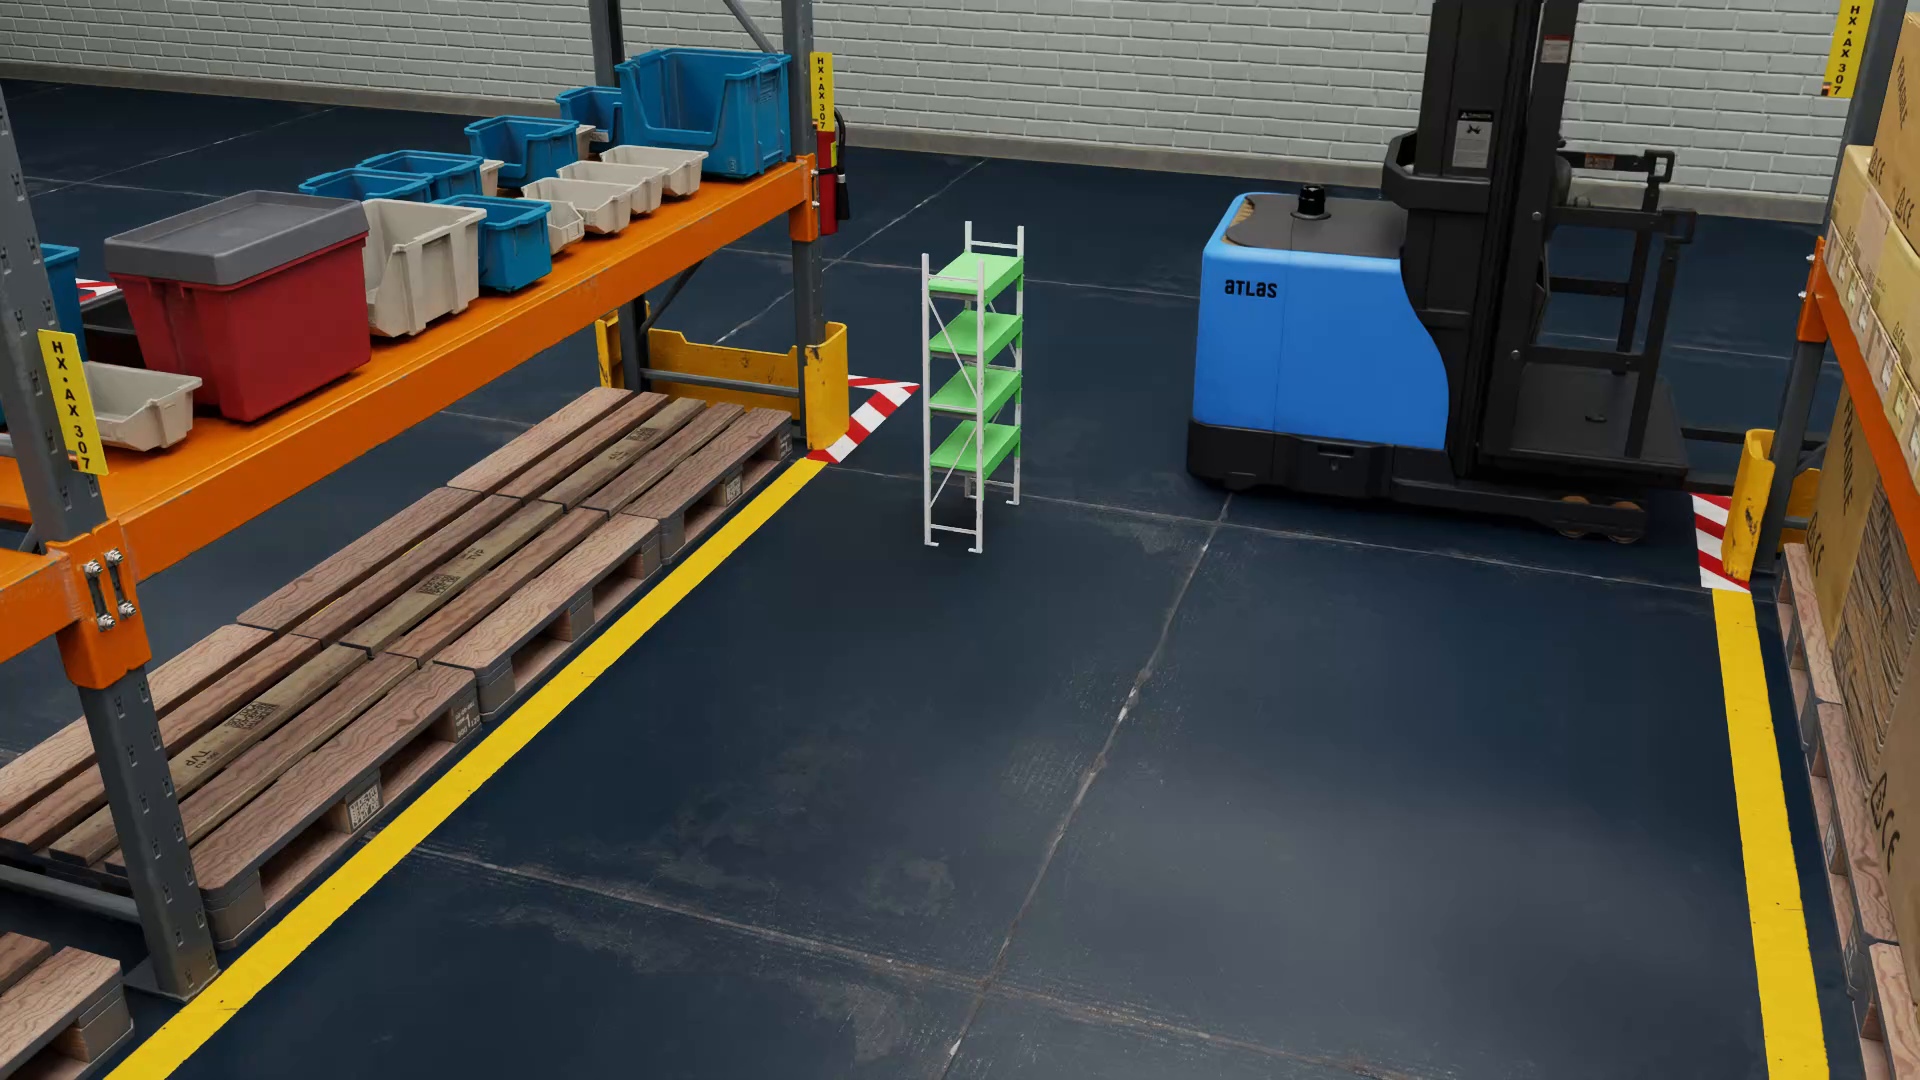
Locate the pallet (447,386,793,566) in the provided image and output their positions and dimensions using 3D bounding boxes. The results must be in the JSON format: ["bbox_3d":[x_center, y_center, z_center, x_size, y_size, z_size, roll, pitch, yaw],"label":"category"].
[{"bbox_3d":[-1.418,-0.307,7.141,1.003,0.211,1.213,9,27,17],"label":"pallet"}]

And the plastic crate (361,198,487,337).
[{"bbox_3d":[-1.756,-0.826,5.080,0.437,0.282,0.530,9,27,17],"label":"plastic crate"}]

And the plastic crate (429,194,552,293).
[{"bbox_3d":[-1.548,-0.965,5.425,0.416,0.233,0.300,9,27,17],"label":"plastic crate"}]

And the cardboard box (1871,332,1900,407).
[{"bbox_3d":[2.709,-0.437,4.498,0.380,0.149,0.250,8,27,17],"label":"cardboard box"}]

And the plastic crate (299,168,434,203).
[{"bbox_3d":[-2.037,-1.128,5.762,0.416,0.233,0.300,9,27,17],"label":"plastic crate"}]

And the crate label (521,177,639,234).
[{"bbox_3d":[-1.387,-1.207,6.034,0.396,0.136,0.243,9,27,17],"label":"crate label"}]

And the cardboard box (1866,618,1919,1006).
[{"bbox_3d":[2.827,0.605,4.015,0.875,0.875,0.875,9,27,17],"label":"cardboard box"}]

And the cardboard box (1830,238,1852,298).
[{"bbox_3d":[3.051,-0.860,5.372,0.380,0.149,0.250,8,27,17],"label":"cardboard box"}]

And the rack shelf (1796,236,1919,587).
[{"bbox_3d":[2.898,-0.031,4.197,1.077,0.370,4.000,9,27,17],"label":"rack shelf"}]

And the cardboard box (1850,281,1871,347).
[{"bbox_3d":[2.880,-0.647,4.933,0.380,0.149,0.250,8,27,17],"label":"cardboard box"}]

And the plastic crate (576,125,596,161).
[{"bbox_3d":[-1.684,-1.630,6.908,0.250,0.136,0.298,9,27,17],"label":"plastic crate"}]

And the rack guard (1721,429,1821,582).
[{"bbox_3d":[3.572,-0.062,6.303,1.175,0.500,0.348,9,27,17],"label":"rack guard"}]

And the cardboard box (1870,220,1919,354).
[{"bbox_3d":[2.812,-0.664,4.511,0.500,0.250,0.500,8,27,16],"label":"cardboard box"}]

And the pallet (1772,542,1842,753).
[{"bbox_3d":[3.372,0.418,5.644,1.003,0.211,1.213,9,27,17],"label":"pallet"}]

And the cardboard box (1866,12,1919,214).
[{"bbox_3d":[2.983,-1.217,4.792,0.500,0.500,0.500,8,27,16],"label":"cardboard box"}]

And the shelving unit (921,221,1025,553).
[{"bbox_3d":[0.055,-0.608,6.629,0.258,1.200,0.503,9,27,17],"label":"shelving unit"}]

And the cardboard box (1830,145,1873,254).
[{"bbox_3d":[3.150,-1.085,5.380,0.500,0.250,0.500,8,27,16],"label":"cardboard box"}]

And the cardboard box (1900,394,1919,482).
[{"bbox_3d":[2.538,-0.225,4.061,0.380,0.149,0.250,9,27,18],"label":"cardboard box"}]

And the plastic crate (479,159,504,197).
[{"bbox_3d":[-1.910,-1.351,6.332,0.250,0.136,0.298,9,27,17],"label":"plastic crate"}]

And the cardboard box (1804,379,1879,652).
[{"bbox_3d":[3.426,-0.135,5.543,0.875,0.875,0.875,9,27,17],"label":"cardboard box"}]

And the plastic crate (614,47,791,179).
[{"bbox_3d":[-1.042,-1.773,6.861,0.616,0.435,0.499,9,27,17],"label":"plastic crate"}]

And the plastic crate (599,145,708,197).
[{"bbox_3d":[-1.207,-1.442,6.520,0.396,0.136,0.243,9,27,17],"label":"plastic crate"}]

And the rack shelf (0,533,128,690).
[{"bbox_3d":[-3.103,0.895,2.286,1.077,0.370,4.000,9,27,17],"label":"rack shelf"}]

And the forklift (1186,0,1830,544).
[{"bbox_3d":[2.558,-1.564,6.617,3.031,2.935,1.130,7,27,15],"label":"forklift"}]

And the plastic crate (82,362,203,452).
[{"bbox_3d":[-2.148,-0.330,4.223,0.396,0.136,0.243,9,27,17],"label":"plastic crate"}]

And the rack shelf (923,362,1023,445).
[{"bbox_3d":[0.055,-0.551,6.657,0.258,0.148,0.480,9,27,17],"label":"rack shelf"}]

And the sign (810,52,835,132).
[{"bbox_3d":[-0.583,-1.895,7.035,0.100,0.325,0.005,9,27,17],"label":"sign"}]

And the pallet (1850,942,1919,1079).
[{"bbox_3d":[2.560,1.421,3.573,1.003,0.211,1.213,9,27,17],"label":"pallet"}]

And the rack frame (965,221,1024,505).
[{"bbox_3d":[0.136,-0.708,6.836,0.240,1.200,0.015,9,27,17],"label":"rack frame"}]

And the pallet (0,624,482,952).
[{"bbox_3d":[-2.230,0.696,5.070,1.003,0.211,1.213,9,27,17],"label":"pallet"}]

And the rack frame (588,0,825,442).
[{"bbox_3d":[-1.107,-1.895,7.222,1.000,3.000,0.127,9,27,17],"label":"rack frame"}]

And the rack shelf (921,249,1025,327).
[{"bbox_3d":[0.055,-0.983,6.448,0.258,0.148,0.480,9,27,17],"label":"rack shelf"}]
